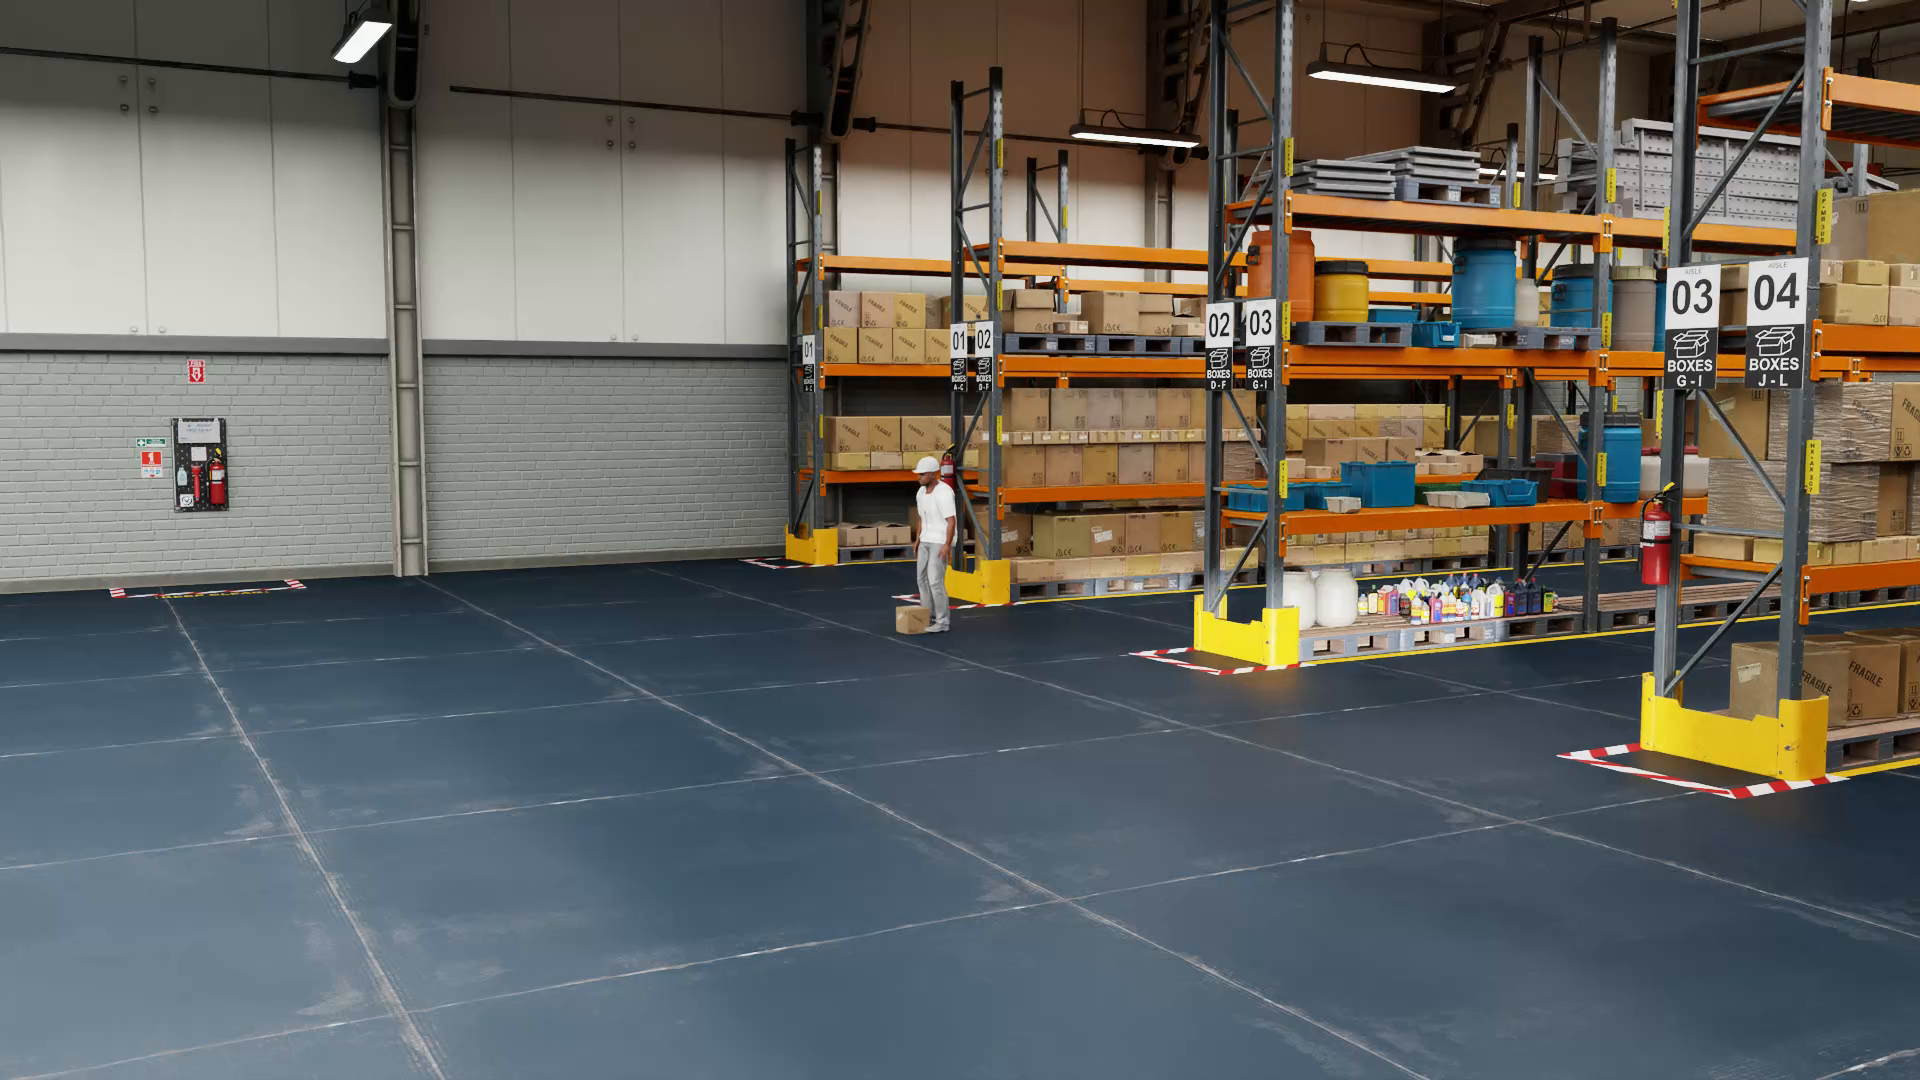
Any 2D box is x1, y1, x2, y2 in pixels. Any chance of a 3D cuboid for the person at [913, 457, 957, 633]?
[{"bbox_3d":[-0.278,0.040,16.709,0.463,1.759,0.626,-3,6,-31],"label":"person"}]
